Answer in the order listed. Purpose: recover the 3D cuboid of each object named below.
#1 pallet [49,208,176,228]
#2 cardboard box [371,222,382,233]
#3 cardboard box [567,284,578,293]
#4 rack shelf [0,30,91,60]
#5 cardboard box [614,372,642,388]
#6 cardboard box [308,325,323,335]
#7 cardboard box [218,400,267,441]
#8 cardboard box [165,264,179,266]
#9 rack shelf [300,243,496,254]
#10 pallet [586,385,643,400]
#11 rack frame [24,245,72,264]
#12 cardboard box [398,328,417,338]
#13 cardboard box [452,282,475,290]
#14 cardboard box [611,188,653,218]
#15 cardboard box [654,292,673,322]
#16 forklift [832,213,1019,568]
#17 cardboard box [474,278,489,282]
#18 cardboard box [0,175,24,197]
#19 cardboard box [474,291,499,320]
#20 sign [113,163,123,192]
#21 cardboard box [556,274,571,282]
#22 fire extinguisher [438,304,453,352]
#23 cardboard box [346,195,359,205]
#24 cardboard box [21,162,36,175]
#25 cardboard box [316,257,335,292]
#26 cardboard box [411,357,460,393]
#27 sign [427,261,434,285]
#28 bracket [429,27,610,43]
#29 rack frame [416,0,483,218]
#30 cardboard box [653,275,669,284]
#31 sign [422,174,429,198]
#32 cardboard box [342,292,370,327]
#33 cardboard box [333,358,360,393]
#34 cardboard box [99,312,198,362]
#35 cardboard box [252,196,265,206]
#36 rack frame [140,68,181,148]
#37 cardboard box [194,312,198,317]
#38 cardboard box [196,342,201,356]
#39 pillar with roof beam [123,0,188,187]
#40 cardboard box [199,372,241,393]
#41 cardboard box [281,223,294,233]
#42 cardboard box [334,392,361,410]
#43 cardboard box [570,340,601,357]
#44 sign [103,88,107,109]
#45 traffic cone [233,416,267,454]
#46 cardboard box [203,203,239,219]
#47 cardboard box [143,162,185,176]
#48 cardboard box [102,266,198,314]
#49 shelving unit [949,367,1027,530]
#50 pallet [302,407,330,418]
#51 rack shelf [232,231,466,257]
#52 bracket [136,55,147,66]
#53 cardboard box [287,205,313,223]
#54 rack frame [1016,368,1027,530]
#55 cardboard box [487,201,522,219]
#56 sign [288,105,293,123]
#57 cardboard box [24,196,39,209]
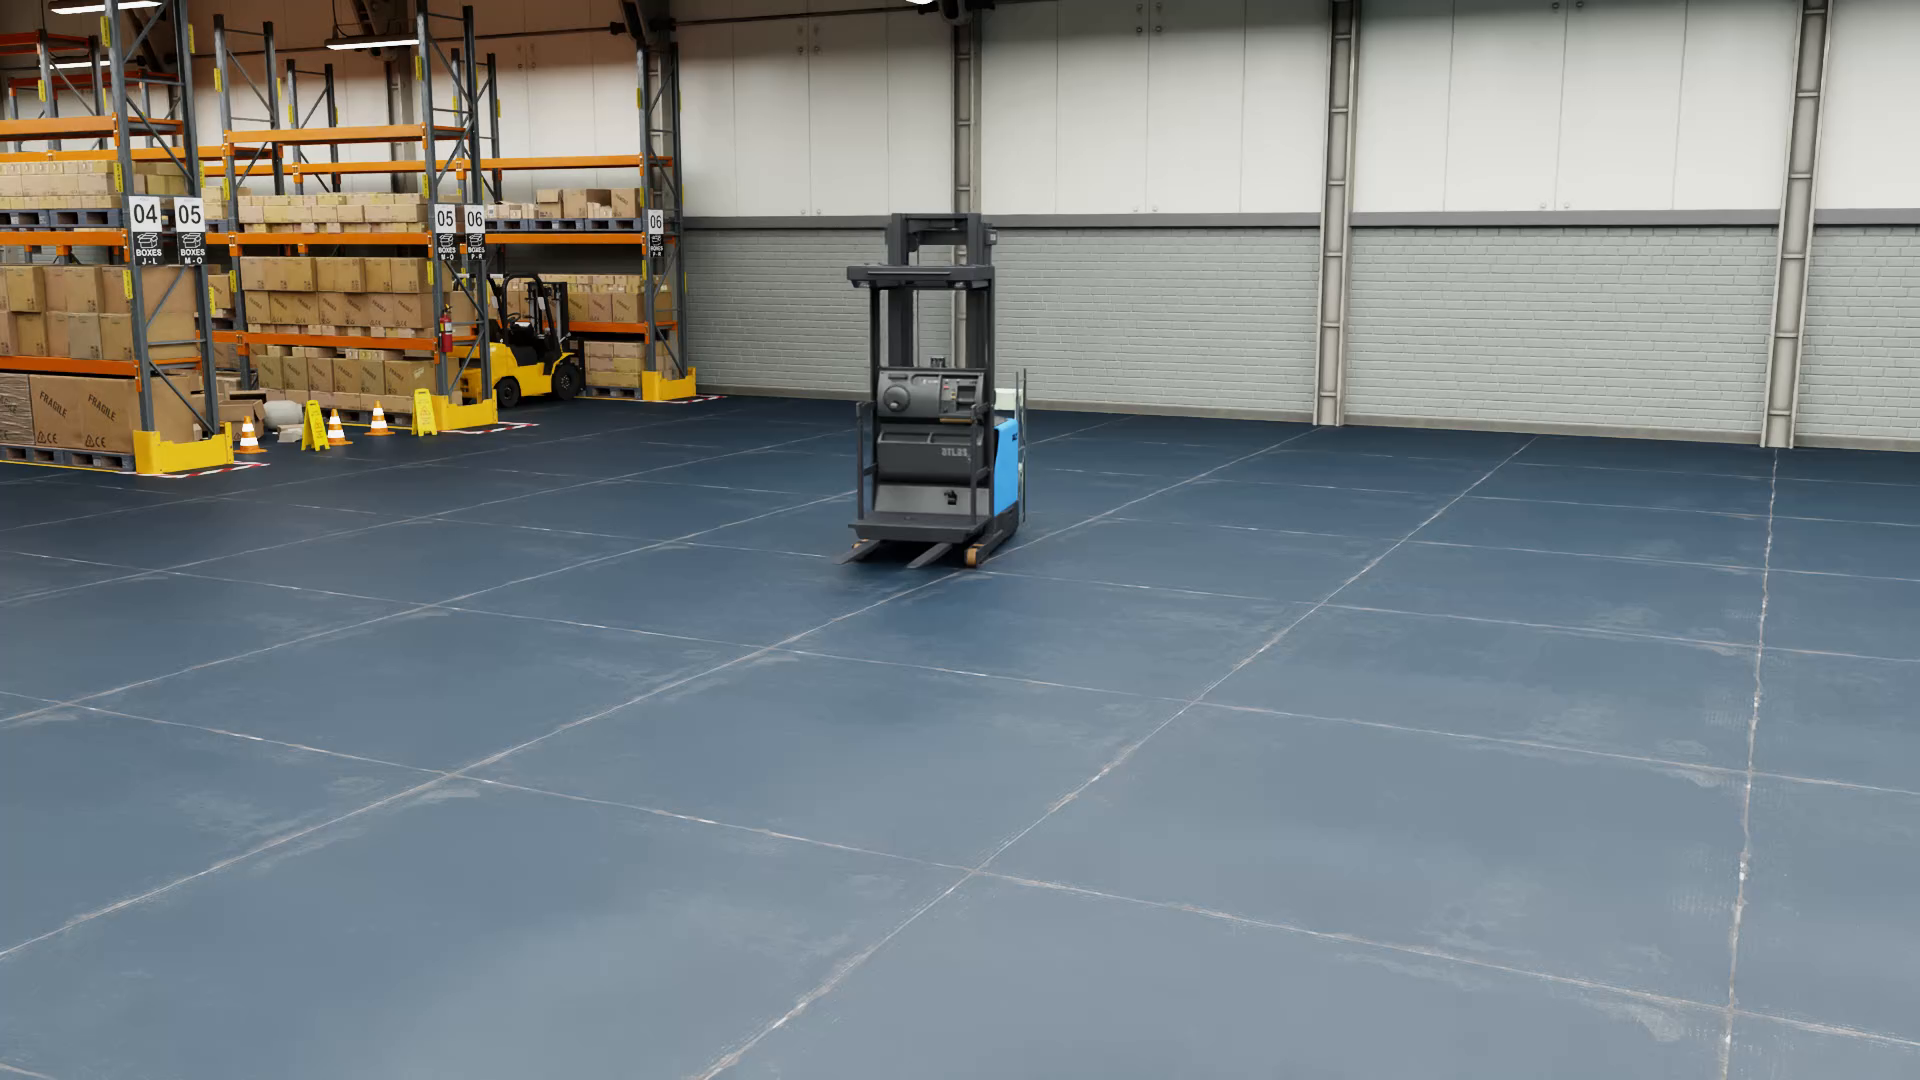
[{"bbox_3d":[-10.018,-3.839,19.843,1.213,0.211,1.003,5,11,26],"label":"pallet"},{"bbox_3d":[-8.351,-4.555,24.259,0.250,0.149,0.380,5,11,26],"label":"cardboard box"},{"bbox_3d":[-6.652,-4.389,28.957,0.250,0.149,0.380,5,11,26],"label":"cardboard box"},{"bbox_3d":[-16.217,-8.169,27.789,4.000,0.370,1.077,5,11,26],"label":"rack shelf"},{"bbox_3d":[-5.617,-2.781,28.716,0.500,0.250,0.500,5,11,26],"label":"cardboard box"},{"bbox_3d":[-9.553,-3.161,24.979,0.250,0.149,0.380,5,11,26],"label":"cardboard box"},{"bbox_3d":[-9.944,-1.654,22.954,0.637,0.503,0.797,-2,11,-14],"label":"cardboard box"},{"bbox_3d":[-12.831,-4.416,27.090,0.250,0.149,0.380,4,11,23],"label":"cardboard box"},{"bbox_3d":[-10.437,-5.536,30.992,4.000,0.370,1.077,5,11,26],"label":"rack shelf"},{"bbox_3d":[-5.760,-2.622,29.127,1.213,0.211,1.003,5,11,26],"label":"pallet"},{"bbox_3d":[-19.405,-5.202,35.549,0.127,3.000,1.000,5,11,26],"label":"rack frame"},{"bbox_3d":[-7.955,-3.022,24.210,0.250,0.149,0.380,5,11,25],"label":"cardboard box"},{"bbox_3d":[-9.048,-4.616,30.210,0.250,0.149,0.380,5,12,28],"label":"cardboard box"},{"bbox_3d":[-5.561,-5.718,28.238,0.500,0.500,0.500,5,12,28],"label":"cardboard box"},{"bbox_3d":[-5.377,-4.074,29.034,0.500,0.500,0.500,5,12,28],"label":"cardboard box"},{"bbox_3d":[-0.302,-1.287,14.109,1.130,2.935,3.031,3,11,14],"label":"forklift"},{"bbox_3d":[-8.489,-4.698,29.830,0.250,0.149,0.380,5,12,27],"label":"cardboard box"},{"bbox_3d":[-11.261,-4.267,20.086,0.500,0.250,0.500,5,11,26],"label":"cardboard box"},{"bbox_3d":[-8.361,-4.229,29.892,0.500,0.500,0.500,5,11,24],"label":"cardboard box"},{"bbox_3d":[-9.601,-4.137,18.977,0.005,0.325,0.100,5,11,26],"label":"sign"},{"bbox_3d":[-6.849,-4.570,29.122,0.250,0.149,0.380,5,11,27],"label":"cardboard box"},{"bbox_3d":[-7.350,-3.027,23.751,0.183,0.674,0.296,5,11,26],"label":"fire extinguisher"},{"bbox_3d":[-8.778,-4.989,24.419,0.250,0.149,0.380,5,11,24],"label":"cardboard box"},{"bbox_3d":[-10.941,-4.423,19.828,0.250,0.149,0.380,5,11,25],"label":"cardboard box"},{"bbox_3d":[-9.143,-3.967,24.804,0.500,0.500,0.700,5,11,25],"label":"cardboard box"},{"bbox_3d":[-7.872,-2.480,24.947,0.500,0.500,0.500,5,11,24],"label":"cardboard box"},{"bbox_3d":[-7.513,-3.786,23.588,0.005,0.325,0.100,5,11,26],"label":"sign"},{"bbox_3d":[-8.121,-9.042,29.815,4.783,0.066,0.076,5,11,26],"label":"bracket"},{"bbox_3d":[-7.249,-6.100,23.666,0.127,3.000,1.000,5,11,26],"label":"rack frame"},{"bbox_3d":[-5.263,-4.516,28.824,0.250,0.149,0.380,5,11,25],"label":"cardboard box"},{"bbox_3d":[-7.513,-4.973,23.374,0.005,0.325,0.100,5,11,26],"label":"sign"},{"bbox_3d":[-8.752,-3.422,24.602,0.500,0.500,0.500,5,11,26],"label":"cardboard box"},{"bbox_3d":[-9.002,-2.473,24.910,0.500,0.500,0.500,5,11,24],"label":"cardboard box"},{"bbox_3d":[-9.701,-2.445,19.897,0.550,0.550,0.875,5,11,26],"label":"cardboard box"},{"bbox_3d":[-10.452,-5.115,25.114,0.250,0.149,0.380,5,12,28],"label":"cardboard box"},{"bbox_3d":[-15.817,-7.839,33.273,0.127,3.000,1.000,5,11,26],"label":"rack frame"},{"bbox_3d":[-11.895,-3.581,26.119,0.250,0.149,0.380,5,11,25],"label":"cardboard box"},{"bbox_3d":[-15.001,-3.749,33.360,0.500,0.500,0.500,5,11,25],"label":"cardboard box"},{"bbox_3d":[-17.948,-7.350,30.573,0.548,9.000,9.100,5,11,26],"label":"pillar with roof beam"},{"bbox_3d":[-11.954,-2.474,26.675,0.625,0.372,0.950,6,12,29],"label":"cardboard box"},{"bbox_3d":[-9.977,-4.694,25.028,0.250,0.149,0.380,5,12,28],"label":"cardboard box"},{"bbox_3d":[-9.026,-2.105,24.978,0.500,0.250,0.500,5,11,24],"label":"cardboard box"},{"bbox_3d":[-6.524,-3.351,29.054,0.500,0.250,0.500,5,11,27],"label":"cardboard box"},{"bbox_3d":[-14.192,-7.316,27.542,0.005,0.325,0.100,5,11,26],"label":"sign"},{"bbox_3d":[-9.197,-1.370,21.499,0.334,0.463,0.336,5,11,26],"label":"traffic cone"},{"bbox_3d":[-11.424,-5.095,25.778,0.500,0.250,0.500,5,11,25],"label":"cardboard box"},{"bbox_3d":[-9.507,-4.427,19.853,0.250,0.149,0.380,5,11,26],"label":"cardboard box"},{"bbox_3d":[-9.664,-2.990,19.875,0.550,0.550,0.875,5,11,26],"label":"cardboard box"},{"bbox_3d":[0.223,-0.881,15.887,0.755,1.500,0.431,2,11,13],"label":"shelving unit"},{"bbox_3d":[-10.218,-2.044,25.929,1.213,0.211,1.003,5,11,26],"label":"pallet"},{"bbox_3d":[-9.043,-4.428,24.868,4.000,0.370,1.077,5,11,26],"label":"rack shelf"},{"bbox_3d":[-16.572,-9.785,33.918,0.430,0.232,0.235,5,11,26],"label":"bracket"},{"bbox_3d":[-9.653,-4.853,24.783,0.500,0.250,0.500,5,11,26],"label":"cardboard box"},{"bbox_3d":[0.579,-0.866,15.803,0.023,1.500,0.400,2,11,13],"label":"rack frame"},{"bbox_3d":[-8.005,-5.840,29.441,0.500,0.311,0.500,5,12,27],"label":"cardboard box"},{"bbox_3d":[-12.462,-7.935,30.958,0.005,0.325,0.100,5,11,26],"label":"sign"},{"bbox_3d":[-10.936,-4.030,19.897,0.250,0.149,0.380,5,11,26],"label":"cardboard box"}]
